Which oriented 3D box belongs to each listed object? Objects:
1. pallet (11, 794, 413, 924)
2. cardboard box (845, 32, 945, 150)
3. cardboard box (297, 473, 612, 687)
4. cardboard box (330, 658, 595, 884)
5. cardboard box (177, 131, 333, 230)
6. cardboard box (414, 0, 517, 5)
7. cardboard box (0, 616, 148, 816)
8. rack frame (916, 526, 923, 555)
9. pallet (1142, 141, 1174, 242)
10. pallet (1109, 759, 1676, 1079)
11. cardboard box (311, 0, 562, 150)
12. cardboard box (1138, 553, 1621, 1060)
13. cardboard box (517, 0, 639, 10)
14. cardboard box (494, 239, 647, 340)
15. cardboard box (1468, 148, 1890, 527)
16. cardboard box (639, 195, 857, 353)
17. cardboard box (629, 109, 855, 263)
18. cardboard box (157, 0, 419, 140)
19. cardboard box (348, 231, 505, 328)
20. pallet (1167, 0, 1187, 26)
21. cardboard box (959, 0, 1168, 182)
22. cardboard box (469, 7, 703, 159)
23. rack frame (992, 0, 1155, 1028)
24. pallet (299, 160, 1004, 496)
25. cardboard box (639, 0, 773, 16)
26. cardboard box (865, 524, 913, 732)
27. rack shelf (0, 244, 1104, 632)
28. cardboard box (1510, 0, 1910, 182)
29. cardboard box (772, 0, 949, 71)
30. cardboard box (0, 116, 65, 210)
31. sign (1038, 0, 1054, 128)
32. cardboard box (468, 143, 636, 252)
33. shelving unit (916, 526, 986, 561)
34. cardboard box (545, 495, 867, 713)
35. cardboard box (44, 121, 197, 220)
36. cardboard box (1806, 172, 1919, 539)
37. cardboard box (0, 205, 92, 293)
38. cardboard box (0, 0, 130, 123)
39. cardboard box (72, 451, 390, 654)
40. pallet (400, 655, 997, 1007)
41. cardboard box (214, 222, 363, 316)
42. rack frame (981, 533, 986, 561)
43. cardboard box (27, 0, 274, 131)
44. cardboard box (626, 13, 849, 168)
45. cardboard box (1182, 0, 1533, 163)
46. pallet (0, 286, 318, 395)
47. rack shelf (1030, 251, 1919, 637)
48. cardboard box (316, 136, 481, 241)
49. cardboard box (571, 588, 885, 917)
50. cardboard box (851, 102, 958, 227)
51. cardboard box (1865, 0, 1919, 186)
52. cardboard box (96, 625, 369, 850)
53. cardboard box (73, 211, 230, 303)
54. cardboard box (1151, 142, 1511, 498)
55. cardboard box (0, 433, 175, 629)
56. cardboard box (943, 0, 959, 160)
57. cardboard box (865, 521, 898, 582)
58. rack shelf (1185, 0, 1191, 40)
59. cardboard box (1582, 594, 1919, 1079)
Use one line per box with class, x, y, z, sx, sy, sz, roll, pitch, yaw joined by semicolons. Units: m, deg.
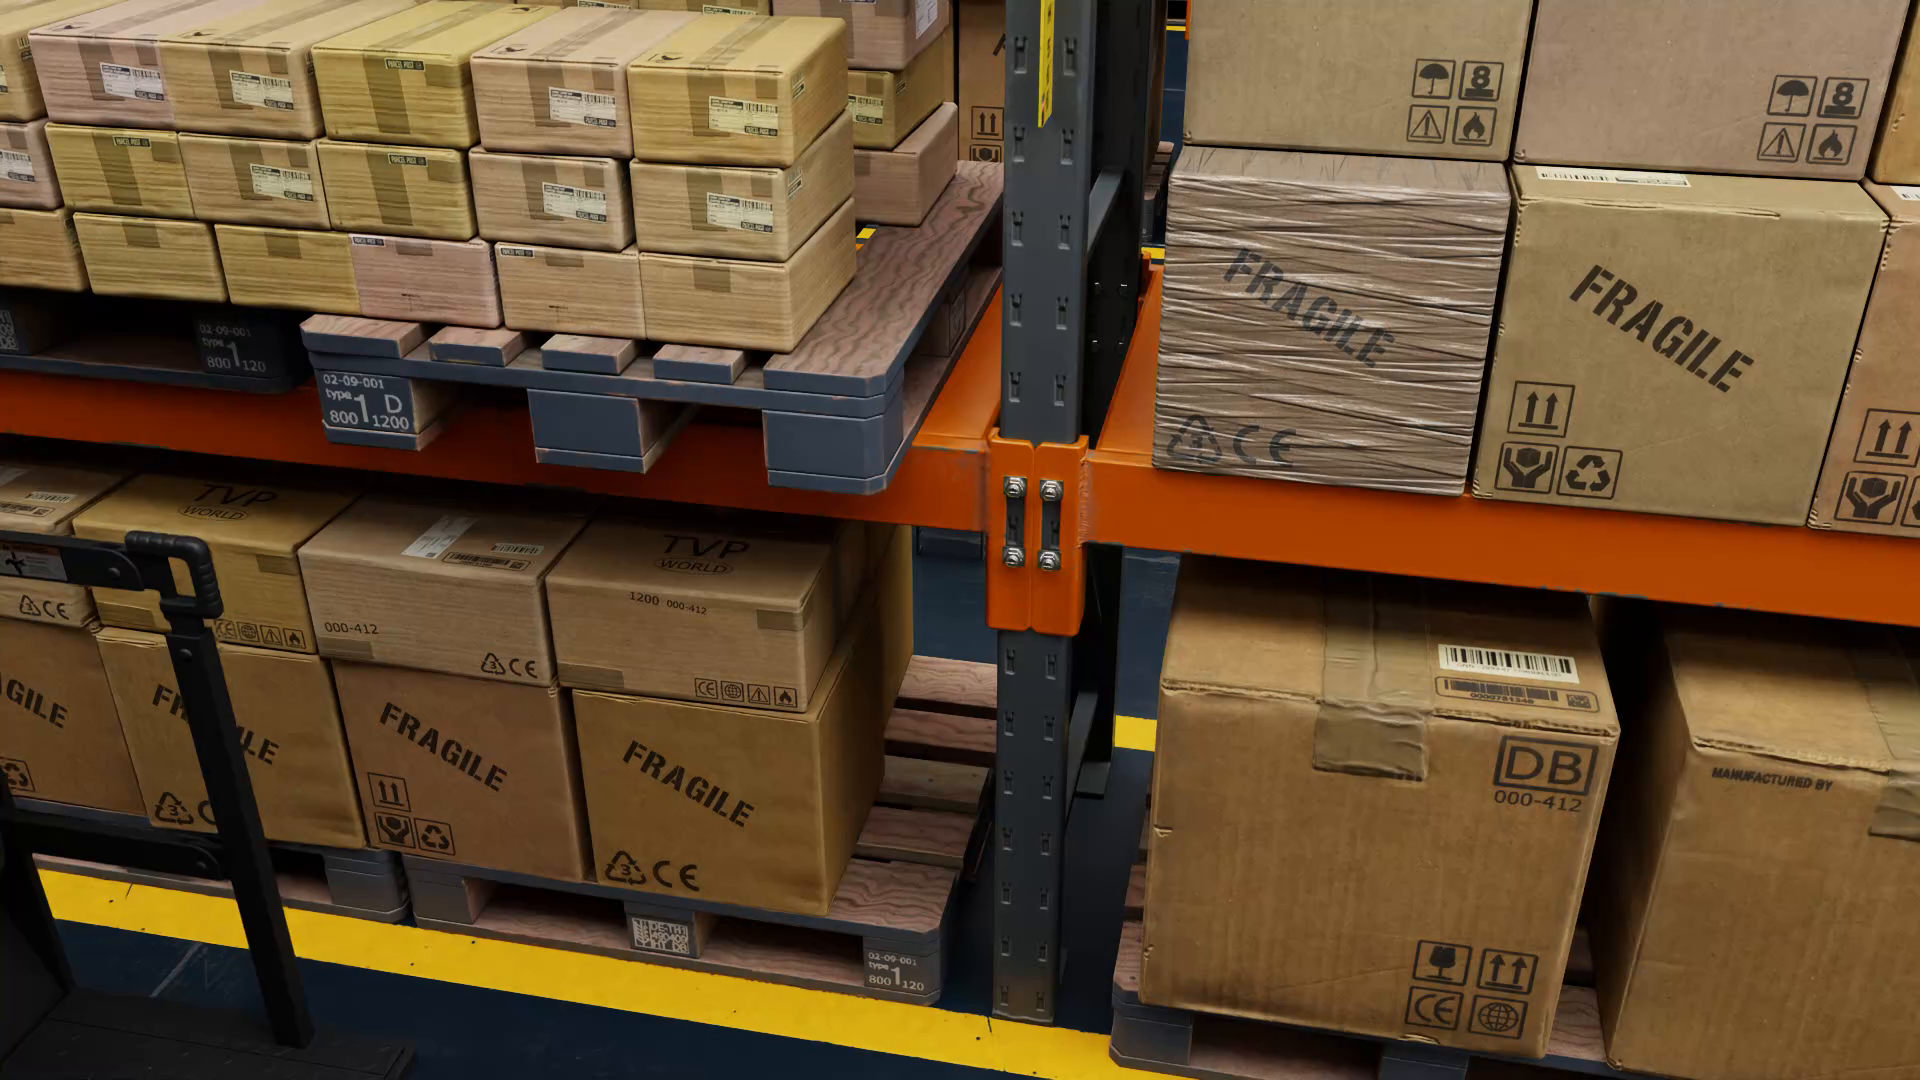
pallet;-1.721;0.467;4.178;1.213;0.211;1.003;6;29;11
cardboard box;-0.199;-0.901;3.287;0.250;0.149;0.380;7;30;13
cardboard box;-0.988;0.038;3.441;0.500;0.250;0.500;6;29;11
cardboard box;-0.973;0.361;3.632;0.500;0.500;0.500;7;29;13
cardboard box;-1.110;-0.671;2.866;0.250;0.149;0.380;6;29;11
cardboard box;-0.941;-1.105;3.350;0.250;0.149;0.380;5;29;8
cardboard box;-1.980;0.254;3.828;0.500;0.500;0.500;6;29;11
rack frame;-0.107;-0.406;5.054;0.006;0.900;0.240;6;29;11
pallet;0.412;-1.780;8.282;1.213;0.211;1.003;6;29;11
pallet;0.987;0.784;3.599;1.213;0.211;1.003;6;29;11
cardboard box;-0.844;-0.775;2.747;0.250;0.149;0.380;7;29;12
cardboard box;0.809;0.352;3.389;0.750;0.750;1.050;5;29;10
cardboard box;-0.682;-1.079;3.301;0.250;0.149;0.380;6;29;10
cardboard box;-0.589;-0.487;2.841;0.250;0.149;0.380;6;29;10
cardboard box;1.112;-0.376;2.710;0.500;0.500;0.500;6;29;10
cardboard box;-0.347;-0.462;2.794;0.250;0.149;0.380;6;29;11
cardboard box;-0.346;-0.594;2.726;0.250;0.149;0.380;6;29;12
cardboard box;-1.106;-0.800;2.793;0.250;0.149;0.380;7;29;12
cardboard box;-0.841;-0.513;2.888;0.250;0.149;0.380;6;29;11
pallet;1.477;-4.090;12.500;1.213;0.211;1.003;6;29;11
cardboard box;0.509;-2.249;8.010;0.875;0.875;0.875;6;29;10
cardboard box;-0.588;-0.749;2.699;0.250;0.149;0.380;6;29;10
rack frame;0.232;-0.554;3.138;0.127;3.000;1.000;6;29;11
pallet;-0.487;-0.491;3.223;1.003;0.211;1.213;6;29;11
cardboard box;-0.443;-1.052;3.253;0.250;0.149;0.380;5;29;9
cardboard box;-0.407;0.168;3.986;0.500;0.500;0.500;5;29;8
rack shelf;-1.724;-0.439;3.677;4.000;0.370;1.077;6;29;11
cardboard box;1.164;-0.937;2.692;0.500;0.500;0.700;5;29;10
cardboard box;-0.184;-1.027;3.207;0.250;0.149;0.380;6;29;11
cardboard box;-1.608;-0.722;2.961;0.250;0.149;0.380;7;29;12
sign;0.128;-0.771;2.412;0.005;0.325;0.100;6;29;11
cardboard box;-0.608;-0.620;2.774;0.250;0.149;0.380;7;29;12
shelving unit;-0.008;-0.396;5.035;0.210;0.900;0.258;6;29;11
cardboard box;-0.492;0.084;3.358;0.500;0.250;0.500;5;29;9
cardboard box;-1.353;-0.697;2.913;0.250;0.149;0.380;6;29;10
cardboard box;1.606;-0.326;2.617;0.500;0.500;0.500;6;29;11
cardboard box;-1.600;-0.593;3.033;0.250;0.149;0.380;7;29;12
cardboard box;-1.607;-0.853;2.890;0.250;0.149;0.380;7;30;13
cardboard box;-1.482;-0.020;3.548;0.500;0.250;0.500;7;29;12
pallet;-0.532;0.590;3.952;1.213;0.211;1.003;6;29;11
cardboard box;-1.084;-0.540;2.936;0.250;0.149;0.380;5;29;10
rack frame;0.091;-0.385;5.017;0.006;0.900;0.240;6;29;11
cardboard box;-1.341;-0.827;2.842;0.250;0.149;0.380;6;29;11
cardboard box;-0.343;-0.723;2.651;0.250;0.149;0.380;5;29;9
cardboard box;0.669;-0.987;2.783;0.500;0.500;0.700;6;29;10
pallet;-1.713;-0.649;3.512;1.213;0.211;1.003;6;29;11
rack shelf;2.188;-0.038;2.945;4.000;0.370;1.077;6;29;11
cardboard box;-0.866;-0.645;2.820;0.250;0.149;0.380;7;29;12
cardboard box;-0.466;0.415;3.534;0.500;0.500;0.500;6;29;10
cardboard box;-0.164;-0.768;3.353;0.250;0.149;0.380;5;29;10
cardboard box;1.666;-0.886;2.600;0.500;0.500;0.700;5;29;10
cardboard box;-1.494;0.316;3.715;0.500;0.500;0.500;5;29;8
cardboard box;-1.347;-0.566;2.984;0.250;0.149;0.380;5;29;8
cardboard box;0.615;-0.426;2.800;0.500;0.500;0.500;6;29;11
cardboard box;-1.993;-0.068;3.636;0.500;0.250;0.500;7;29;12
cardboard box;-0.363;-2.341;8.177;0.875;0.875;0.875;6;29;11
cardboard box;-0.392;-0.154;3.792;0.500;0.250;0.500;5;29;8
rack shelf;-0.789;-2.774;7.942;4.000;0.370;1.077;6;29;11
cardboard box;1.664;0.438;3.232;0.750;0.750;1.050;6;29;11
